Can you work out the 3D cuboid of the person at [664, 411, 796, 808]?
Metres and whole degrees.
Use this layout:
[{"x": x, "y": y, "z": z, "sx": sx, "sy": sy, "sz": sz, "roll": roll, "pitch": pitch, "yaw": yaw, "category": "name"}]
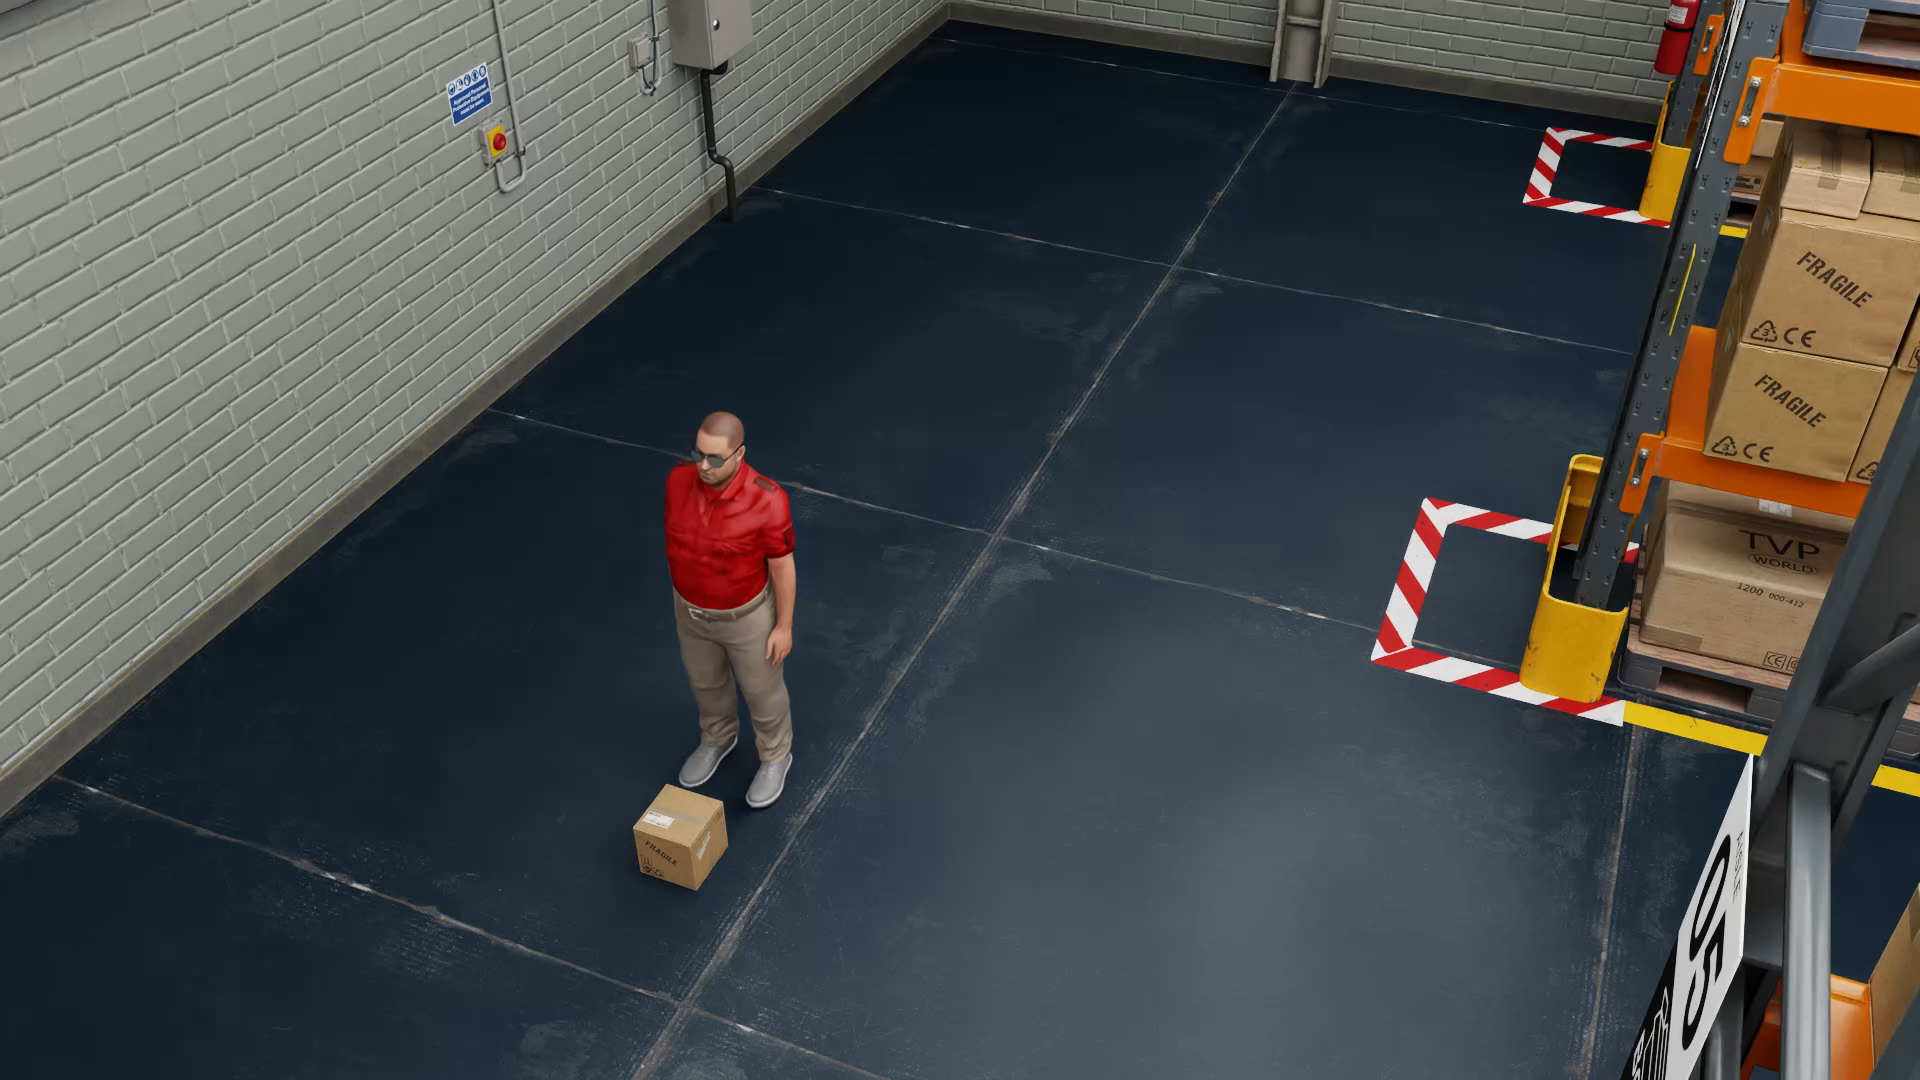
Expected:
[{"x": -0.874, "y": 0.287, "z": 6.295, "sx": 0.533, "sy": 1.736, "sz": 0.352, "roll": 14, "pitch": 40, "yaw": 18, "category": "person"}]
